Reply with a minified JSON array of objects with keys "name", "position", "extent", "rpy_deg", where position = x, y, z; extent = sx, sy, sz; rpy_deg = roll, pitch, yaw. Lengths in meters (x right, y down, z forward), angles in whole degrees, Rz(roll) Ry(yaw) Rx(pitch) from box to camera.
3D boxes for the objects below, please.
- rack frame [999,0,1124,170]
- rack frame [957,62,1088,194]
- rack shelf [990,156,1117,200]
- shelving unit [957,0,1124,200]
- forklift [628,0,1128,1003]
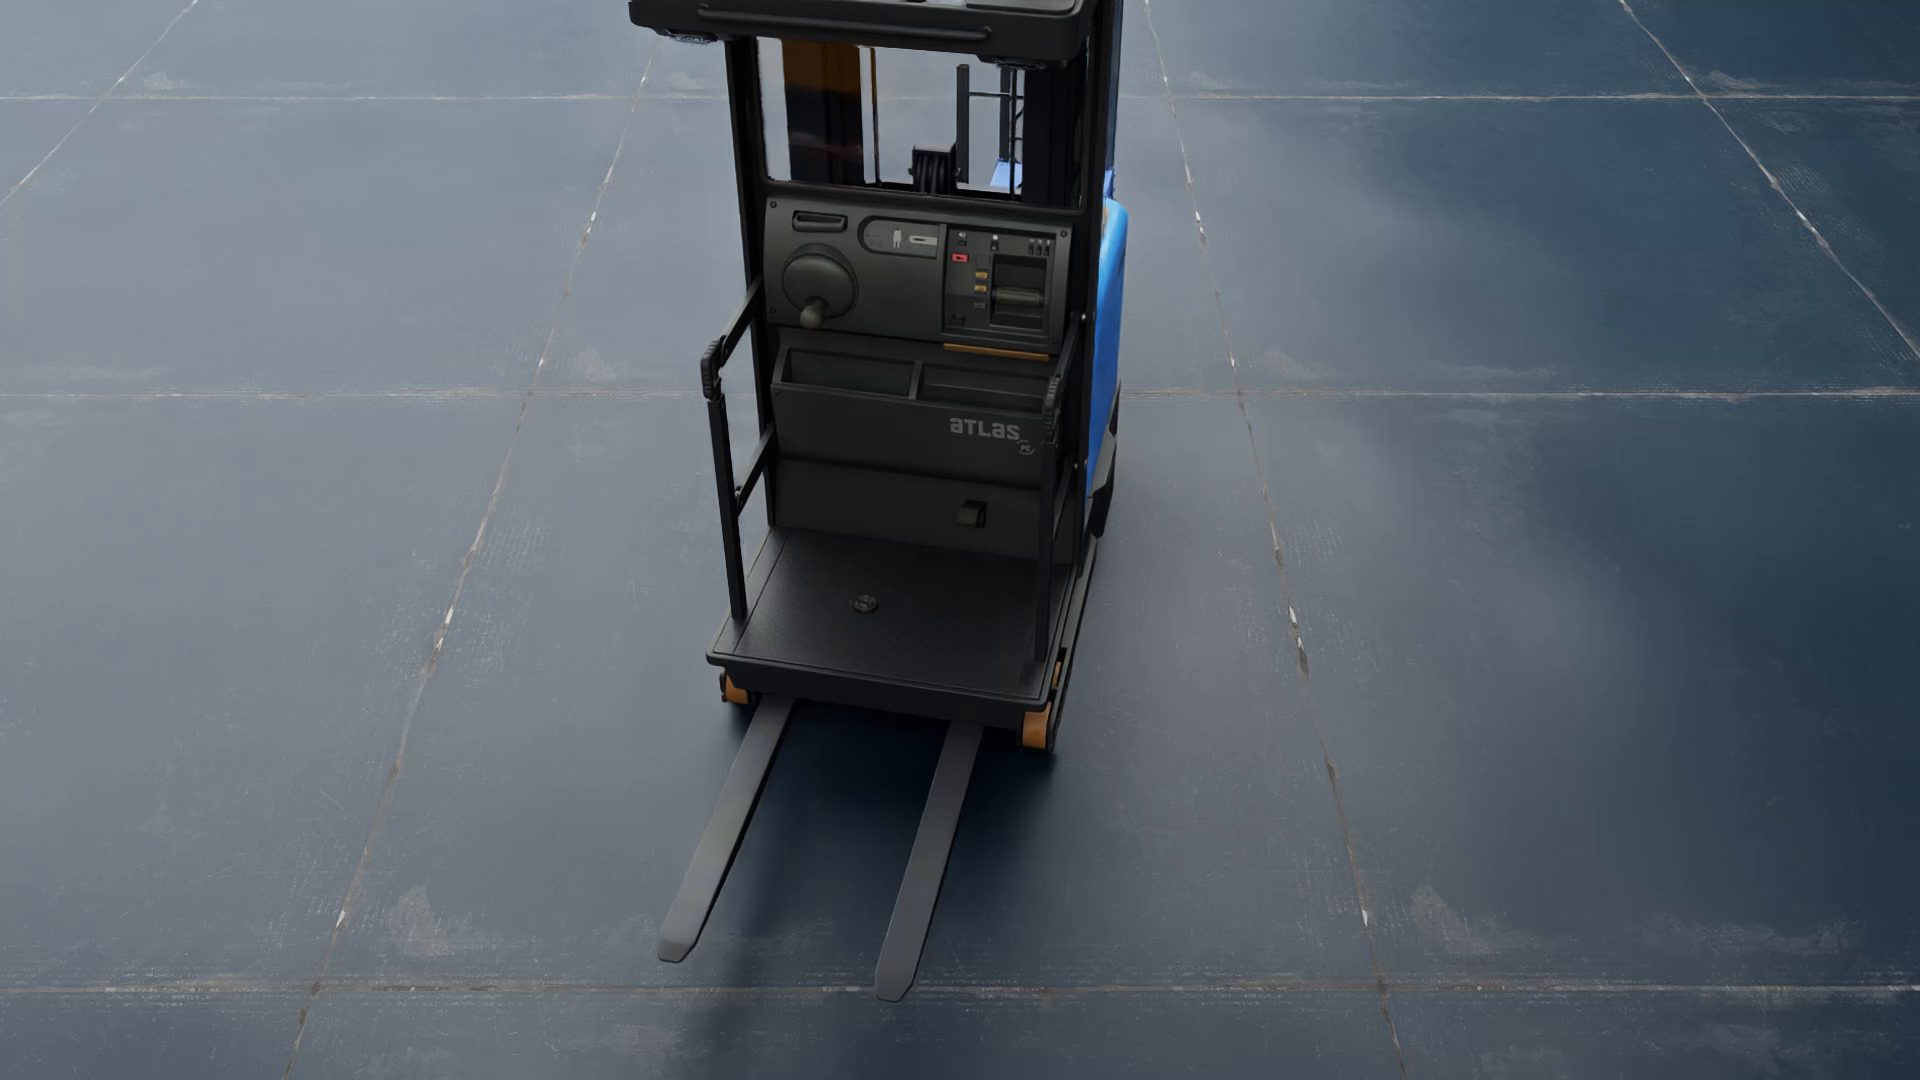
[{"name":"rack frame","position":[0.422,-1.727,7.206],"extent":[0.500,1.500,0.032],"rpy_deg":[7,39,8]},{"name":"rack frame","position":[0.237,-1.102,6.426],"extent":[0.500,1.500,0.032],"rpy_deg":[7,39,8]},{"name":"rack shelf","position":[0.329,-1.274,6.929],"extent":[0.538,0.185,1.000],"rpy_deg":[7,39,8]},{"name":"shelving unit","position":[0.329,-1.415,6.816],"extent":[0.538,1.500,1.048],"rpy_deg":[7,39,8]},{"name":"forklift","position":[-0.175,-0.723,4.809],"extent":[1.130,2.935,3.031],"rpy_deg":[8,39,9]}]
